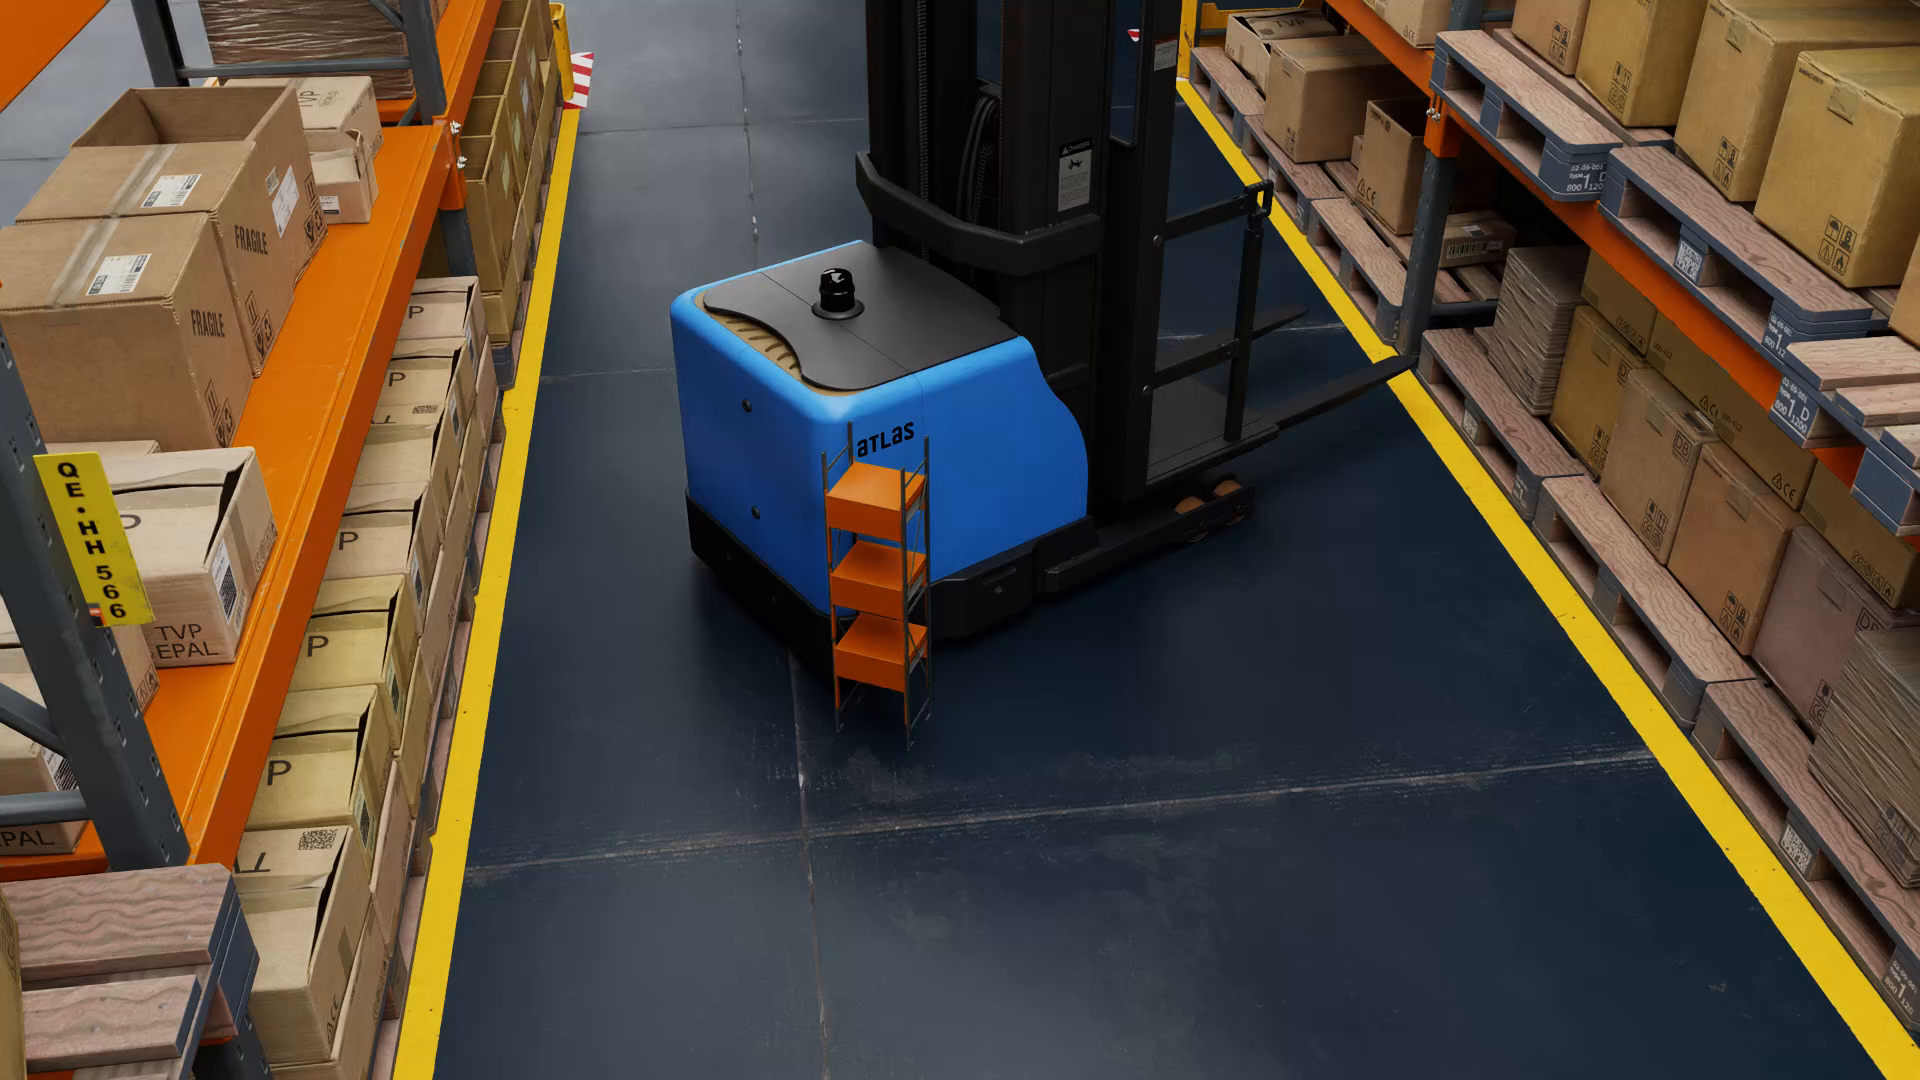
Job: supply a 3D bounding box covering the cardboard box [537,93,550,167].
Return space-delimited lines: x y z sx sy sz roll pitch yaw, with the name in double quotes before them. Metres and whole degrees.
"cardboard box" -2.465 -2.172 8.842 0.500 0.250 0.500 -4 35 -6

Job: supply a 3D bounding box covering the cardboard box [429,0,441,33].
"cardboard box" -2.583 -2.319 6.900 0.700 0.500 0.500 -5 35 -7

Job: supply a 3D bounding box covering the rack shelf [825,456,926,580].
"rack shelf" -0.244 -0.068 4.932 0.240 0.259 0.215 12 36 17

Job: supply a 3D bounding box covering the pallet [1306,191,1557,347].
"pallet" 2.343 -1.333 8.019 1.003 0.211 1.213 -4 35 -6

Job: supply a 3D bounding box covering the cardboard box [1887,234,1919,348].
"cardboard box" 2.831 -0.676 4.099 0.700 0.500 0.500 -8 35 -11

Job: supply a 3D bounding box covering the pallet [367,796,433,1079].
"pallet" -1.974 1.186 4.323 1.003 0.211 1.213 -4 35 -6

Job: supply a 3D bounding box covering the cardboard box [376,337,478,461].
"cardboard box" -2.025 -0.511 5.907 0.500 0.311 0.500 -3 34 -5

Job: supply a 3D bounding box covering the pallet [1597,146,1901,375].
"pallet" 2.699 -0.904 5.083 1.003 0.211 1.213 -4 35 -6

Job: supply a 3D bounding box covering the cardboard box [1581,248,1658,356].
"cardboard box" 2.646 -0.917 6.096 0.500 0.250 0.500 -5 35 -7

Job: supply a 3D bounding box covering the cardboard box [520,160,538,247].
"cardboard box" -2.326 -1.614 8.024 0.500 0.250 0.500 -4 35 -6

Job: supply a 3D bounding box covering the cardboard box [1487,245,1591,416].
"cardboard box" 2.584 -0.853 6.667 0.700 0.500 0.500 -3 34 -5

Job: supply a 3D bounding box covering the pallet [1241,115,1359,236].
"pallet" 2.175 -2.016 9.020 1.003 0.211 1.213 -4 35 -6

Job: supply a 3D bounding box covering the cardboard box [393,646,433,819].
"cardboard box" -1.826 0.574 4.813 0.500 0.250 0.500 -5 35 -8

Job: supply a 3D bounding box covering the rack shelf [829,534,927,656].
"rack shelf" -0.244 0.167 5.092 0.240 0.259 0.215 12 36 17

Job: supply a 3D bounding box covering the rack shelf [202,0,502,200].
"rack shelf" -2.709 -2.555 7.975 1.077 0.370 4.000 -4 35 -6

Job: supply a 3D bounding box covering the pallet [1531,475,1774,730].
"pallet" 2.742 0.155 5.835 1.003 0.211 1.213 -4 35 -6

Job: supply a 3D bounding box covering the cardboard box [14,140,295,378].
"cardboard box" -2.215 -0.774 4.634 0.500 0.500 0.500 -4 35 -6

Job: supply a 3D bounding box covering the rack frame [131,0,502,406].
"rack frame" -2.440 -1.736 6.134 1.000 3.000 0.127 -4 35 -6

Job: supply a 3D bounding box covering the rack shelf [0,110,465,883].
"rack shelf" -2.171 -0.323 4.699 1.077 0.370 4.000 -4 35 -6

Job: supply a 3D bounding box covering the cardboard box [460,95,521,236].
"cardboard box" -2.267 -1.644 7.402 0.500 0.500 0.500 -4 35 -6

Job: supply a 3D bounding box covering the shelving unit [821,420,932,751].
"shelving unit" -0.244 0.158 5.086 0.252 1.050 0.215 12 36 17

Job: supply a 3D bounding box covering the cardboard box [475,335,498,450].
"cardboard box" -2.097 -0.564 6.483 0.500 0.250 0.500 -5 35 -7

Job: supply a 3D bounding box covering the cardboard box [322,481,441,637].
"cardboard box" -1.897 0.048 5.086 0.500 0.311 0.500 -5 35 -7

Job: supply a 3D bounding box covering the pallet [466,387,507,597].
"pallet" -2.302 -0.176 6.321 1.003 0.211 1.213 -4 35 -6

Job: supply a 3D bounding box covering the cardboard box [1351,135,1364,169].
"cardboard box" 2.273 -2.011 8.679 0.380 0.149 0.250 -7 35 -10

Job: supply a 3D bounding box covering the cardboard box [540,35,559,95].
"cardboard box" -2.613 -2.729 9.659 0.500 0.250 0.500 -4 35 -6

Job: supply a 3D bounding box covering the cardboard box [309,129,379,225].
"cardboard box" -2.140 -1.204 5.473 0.396 0.266 0.258 -5 35 -8

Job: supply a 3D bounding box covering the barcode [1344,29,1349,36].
"barcode" 2.333 -3.047 10.047 0.001 0.075 0.075 -4 35 -6

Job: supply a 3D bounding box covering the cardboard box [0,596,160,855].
"cardboard box" -1.908 0.326 3.187 0.500 0.311 0.500 -2 34 -3

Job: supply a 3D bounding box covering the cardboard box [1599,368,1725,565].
"cardboard box" 2.731 -0.281 5.827 0.700 0.500 0.500 -4 34 -6

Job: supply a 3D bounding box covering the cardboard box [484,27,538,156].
"cardboard box" -2.396 -2.203 8.222 0.500 0.500 0.500 -4 35 -6

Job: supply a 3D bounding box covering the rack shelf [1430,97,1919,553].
"rack shelf" 2.737 -0.700 5.253 1.077 0.370 4.000 -4 35 -6

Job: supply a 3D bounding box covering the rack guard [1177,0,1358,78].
"rack guard" 1.940 -3.270 10.605 1.175 0.500 0.348 -4 35 -6

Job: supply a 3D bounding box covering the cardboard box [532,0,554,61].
"cardboard box" -2.611 -3.039 9.448 0.500 0.500 0.500 -4 35 -6

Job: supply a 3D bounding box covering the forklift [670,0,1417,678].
"forklift" 0.501 -1.421 5.732 3.031 2.935 1.130 -23 40 -30

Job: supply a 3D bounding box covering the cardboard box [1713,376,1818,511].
"cardboard box" 2.769 -0.347 5.259 0.500 0.250 0.500 -5 35 -7

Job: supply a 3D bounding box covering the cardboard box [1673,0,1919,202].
"cardboard box" 2.690 -1.373 5.121 0.700 0.500 0.500 0 34 0

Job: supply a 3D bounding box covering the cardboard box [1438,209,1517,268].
"cardboard box" 2.366 -1.421 7.797 0.380 0.166 0.250 -9 35 -13

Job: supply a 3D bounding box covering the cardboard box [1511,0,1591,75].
"cardboard box" 2.503 -2.050 6.115 0.700 0.500 0.500 -4 35 -6

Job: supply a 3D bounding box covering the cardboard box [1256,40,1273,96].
"cardboard box" 2.011 -2.705 9.553 0.500 0.311 0.500 -2 34 -2

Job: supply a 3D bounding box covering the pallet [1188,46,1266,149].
"pallet" 2.015 -2.695 10.017 1.003 0.211 1.213 -4 35 -6

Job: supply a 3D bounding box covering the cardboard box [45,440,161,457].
"cardboard box" -2.129 -0.108 3.968 0.380 0.149 0.250 -2 34 -3

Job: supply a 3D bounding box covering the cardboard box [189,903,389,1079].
"cardboard box" -1.682 1.144 3.976 0.500 0.250 0.500 -4 35 -7

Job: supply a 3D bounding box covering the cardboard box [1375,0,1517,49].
"cardboard box" 2.104 -2.301 7.079 0.500 0.250 0.500 -4 35 -6

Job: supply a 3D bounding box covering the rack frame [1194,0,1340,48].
"rack frame" 1.930 -4.346 9.963 1.000 3.000 0.127 -4 35 -6

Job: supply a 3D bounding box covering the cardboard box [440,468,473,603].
"cardboard box" -1.962 0.004 5.650 0.500 0.250 0.500 -4 34 -5

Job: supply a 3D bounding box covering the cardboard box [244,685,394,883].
"cardboard box" -1.761 0.620 4.248 0.500 0.311 0.500 -5 35 -8

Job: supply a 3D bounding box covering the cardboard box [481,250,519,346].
"cardboard box" -2.202 -1.055 7.204 0.500 0.250 0.500 -4 35 -6

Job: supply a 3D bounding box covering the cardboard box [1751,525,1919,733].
"cardboard box" 2.903 0.276 5.011 0.700 0.500 0.500 -4 35 -6

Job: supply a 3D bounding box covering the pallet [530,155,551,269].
"pallet" -2.673 -1.713 8.577 1.003 0.211 1.213 -4 35 -6

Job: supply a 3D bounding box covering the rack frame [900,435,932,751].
"rack frame" -0.130 0.183 5.050 0.008 1.050 0.200 12 36 17
